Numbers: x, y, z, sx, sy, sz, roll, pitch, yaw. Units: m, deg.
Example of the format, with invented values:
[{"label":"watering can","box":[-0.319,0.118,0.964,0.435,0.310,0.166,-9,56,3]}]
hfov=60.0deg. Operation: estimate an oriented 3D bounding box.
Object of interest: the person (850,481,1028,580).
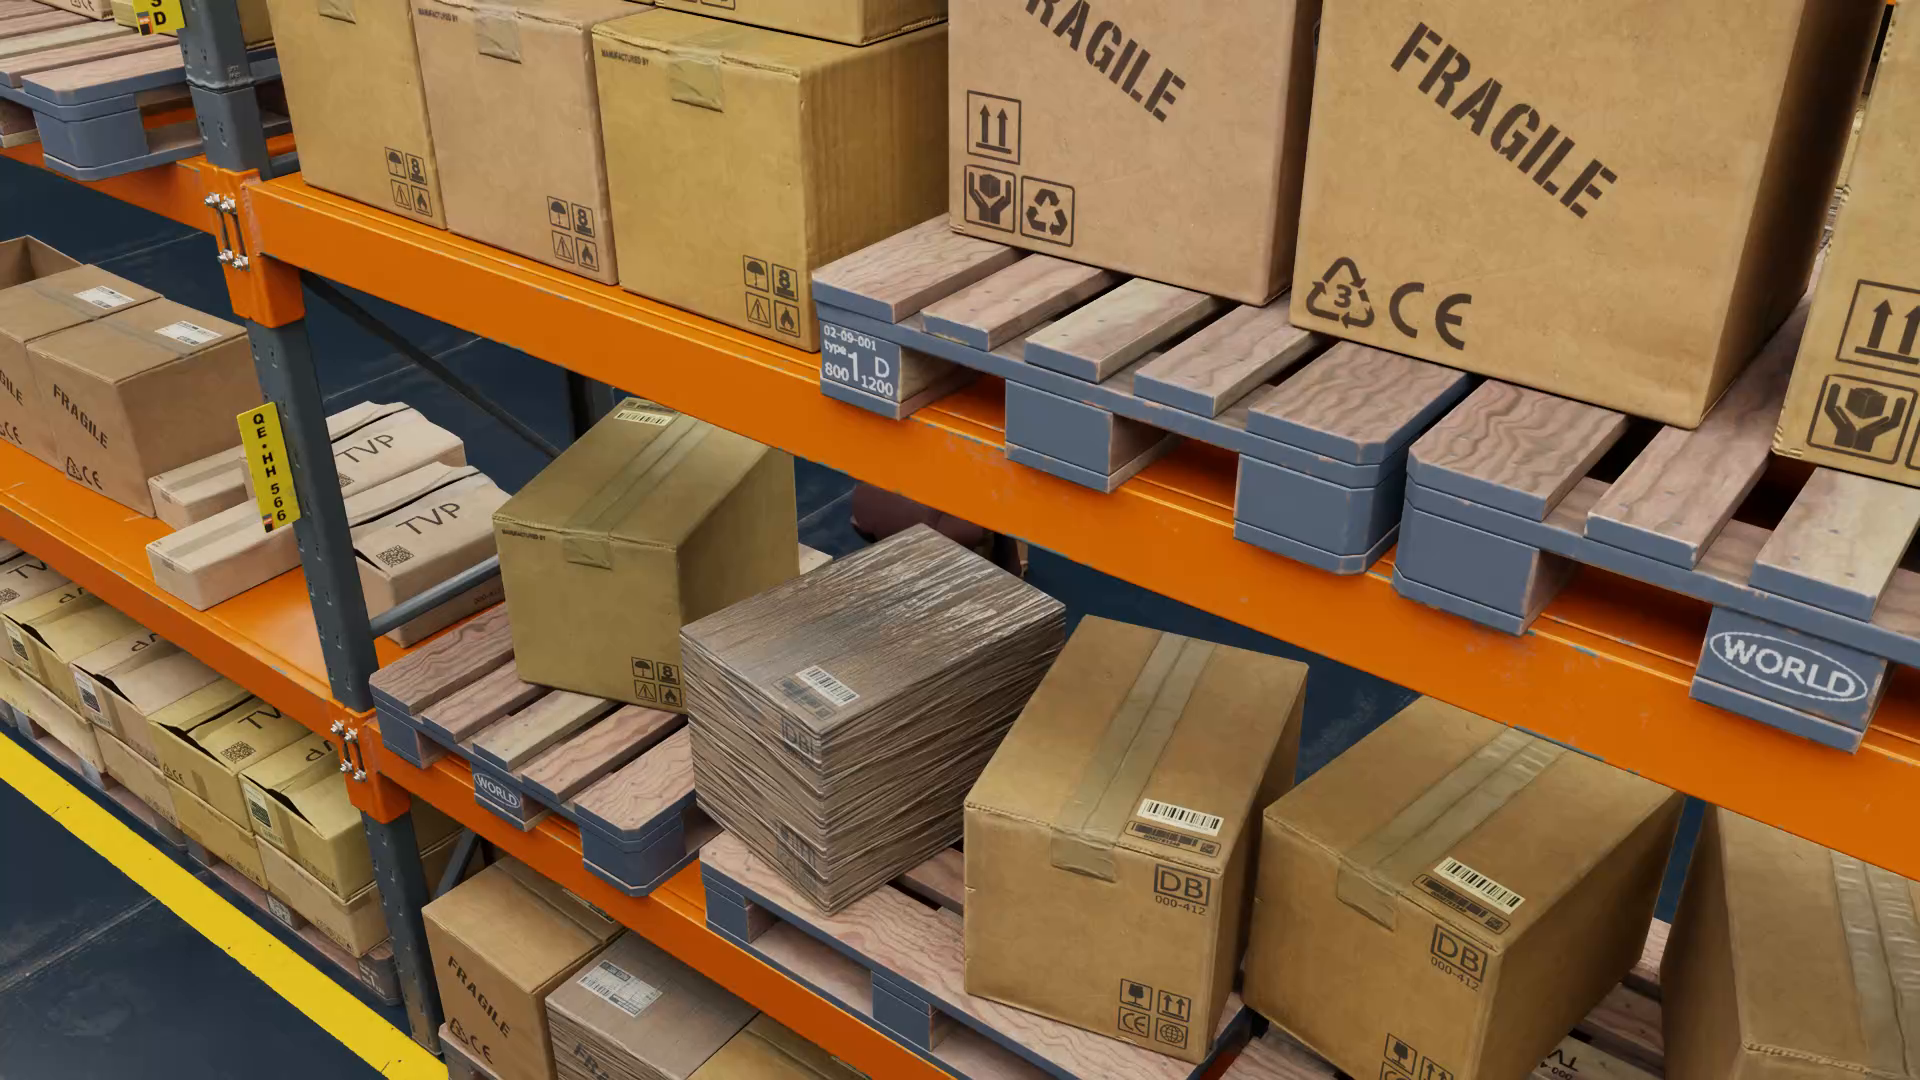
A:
[{"label":"person","box":[-0.088,-0.064,7.185,0.589,0.873,0.957,20,36,30]}]
